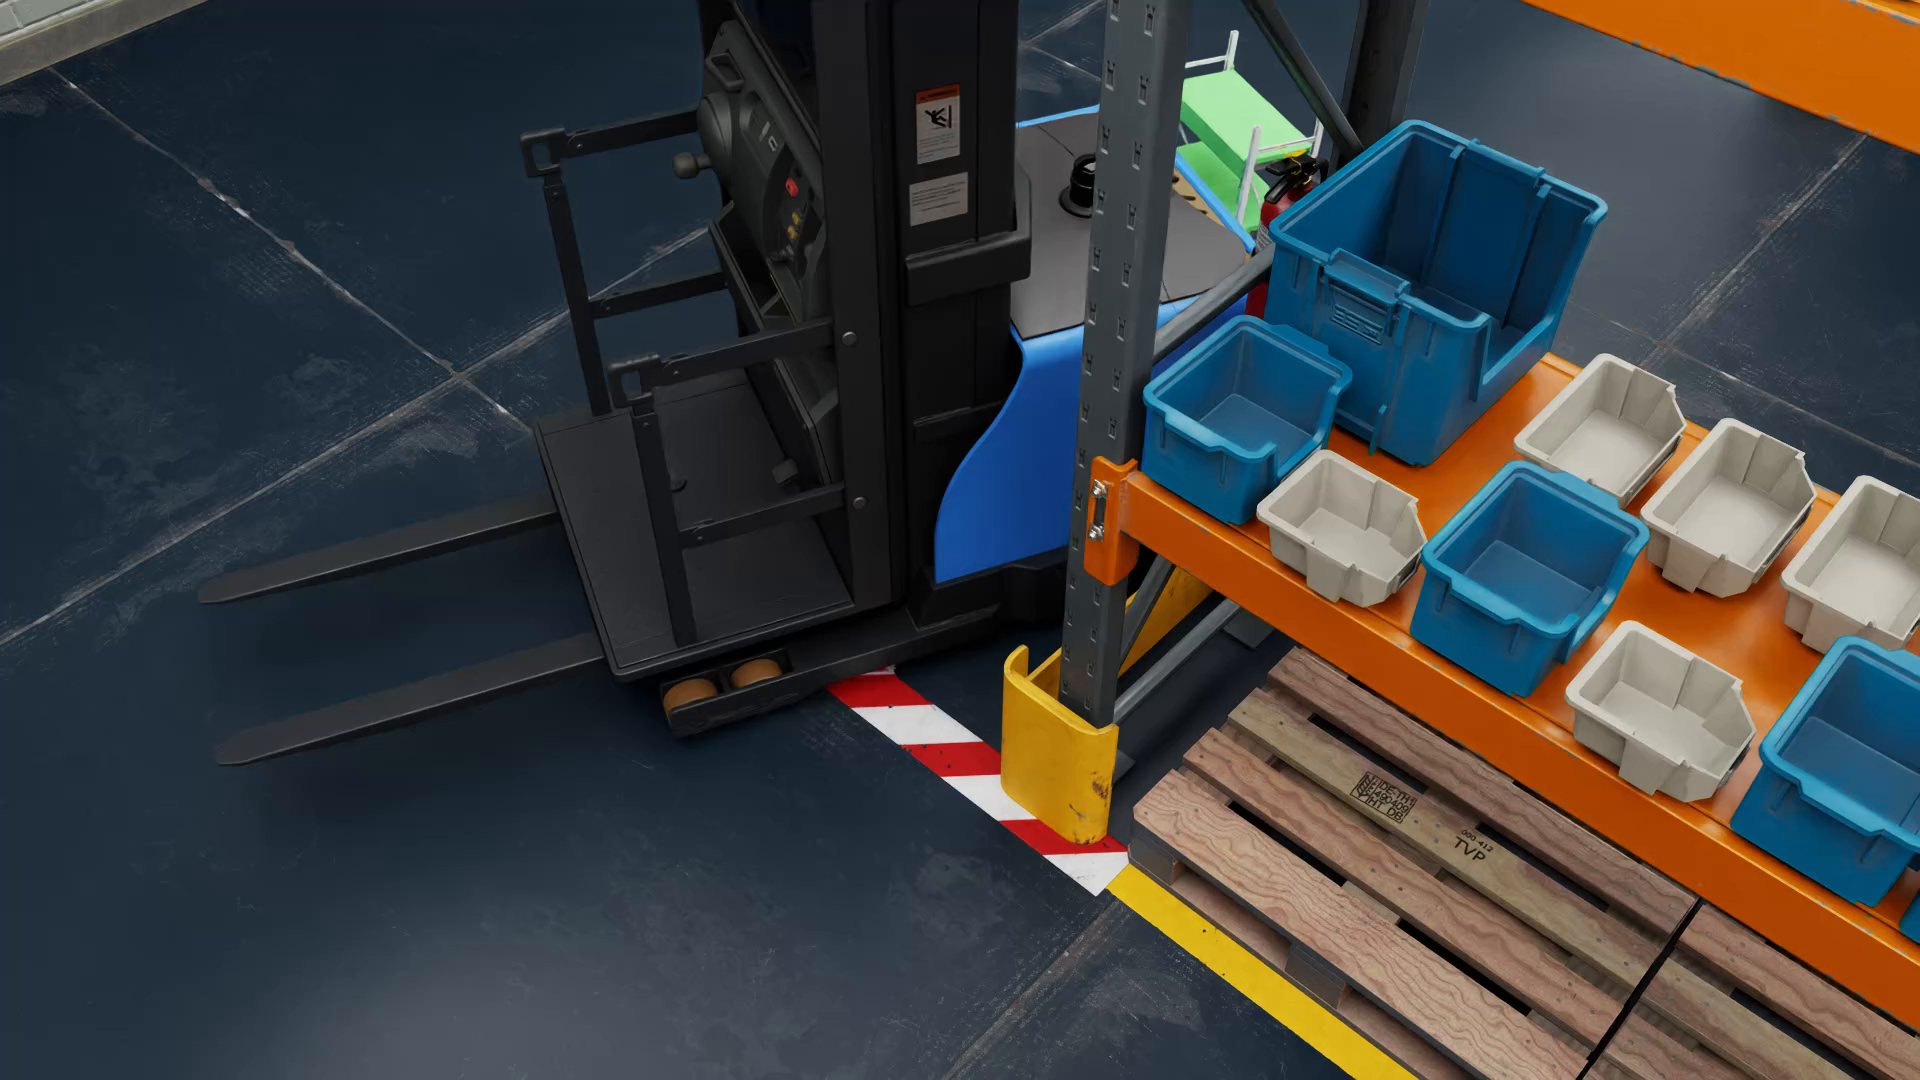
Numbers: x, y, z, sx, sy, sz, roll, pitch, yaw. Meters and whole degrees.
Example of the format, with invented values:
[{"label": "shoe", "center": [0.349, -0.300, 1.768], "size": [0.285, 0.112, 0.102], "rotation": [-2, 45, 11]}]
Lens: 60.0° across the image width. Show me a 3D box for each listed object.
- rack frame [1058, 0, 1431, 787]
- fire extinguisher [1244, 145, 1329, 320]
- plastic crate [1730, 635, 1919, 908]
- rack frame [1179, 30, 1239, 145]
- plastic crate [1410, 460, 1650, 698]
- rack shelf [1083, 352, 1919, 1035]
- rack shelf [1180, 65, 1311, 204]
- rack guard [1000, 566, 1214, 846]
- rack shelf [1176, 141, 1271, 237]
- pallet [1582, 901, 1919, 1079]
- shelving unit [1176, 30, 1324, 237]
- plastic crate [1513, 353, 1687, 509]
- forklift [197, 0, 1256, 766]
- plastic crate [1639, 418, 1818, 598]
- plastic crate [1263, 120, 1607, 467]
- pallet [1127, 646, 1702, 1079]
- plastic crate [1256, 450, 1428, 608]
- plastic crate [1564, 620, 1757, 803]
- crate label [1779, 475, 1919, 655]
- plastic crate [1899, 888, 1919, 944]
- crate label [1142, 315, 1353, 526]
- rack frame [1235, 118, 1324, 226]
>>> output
[{"label": "rack frame", "center": [0.634, -0.577, 3.734], "size": [0.127, 3.000, 1.000], "rotation": [34, 55, 28]}, {"label": "fire extinguisher", "center": [0.832, -0.741, 4.197], "size": [0.183, 0.674, 0.296], "rotation": [34, 55, 28]}, {"label": "plastic crate", "center": [1.560, 0.409, 2.882], "size": [0.300, 0.233, 0.416], "rotation": [34, 55, 28]}, {"label": "rack frame", "center": [0.703, -1.095, 5.445], "size": [0.240, 1.200, 0.015], "rotation": [-16, 49, -19]}, {"label": "plastic crate", "center": [1.076, 0.084, 3.188], "size": [0.300, 0.233, 0.416], "rotation": [34, 55, 28]}, {"label": "rack shelf", "center": [2.104, 0.658, 3.068], "size": [4.000, 0.370, 1.077], "rotation": [34, 55, 28]}, {"label": "rack shelf", "center": [0.827, -1.225, 4.997], "size": [0.258, 0.148, 0.480], "rotation": [-16, 49, -19]}, {"label": "rack guard", "center": [0.608, 0.274, 4.650], "size": [0.348, 0.500, 1.175], "rotation": [34, 55, 28]}, {"label": "rack shelf", "center": [0.813, -1.057, 5.168], "size": [0.258, 0.148, 0.480], "rotation": [-16, 49, -19]}, {"label": "pallet", "center": [2.106, 1.409, 3.782], "size": [1.213, 0.211, 1.003], "rotation": [34, 55, 28]}, {"label": "shelving unit", "center": [0.804, -0.933, 5.293], "size": [0.258, 1.200, 0.503], "rotation": [-16, 49, -19]}, {"label": "plastic crate", "center": [1.357, -0.201, 3.521], "size": [0.243, 0.136, 0.396], "rotation": [34, 55, 28]}, {"label": "forklift", "center": [-0.677, -0.890, 4.075], "size": [3.031, 2.935, 1.130], "rotation": [-16, 49, -15]}, {"label": "plastic crate", "center": [1.560, -0.050, 3.379], "size": [0.243, 0.136, 0.396], "rotation": [34, 55, 28]}, {"label": "plastic crate", "center": [1.007, -0.544, 3.638], "size": [0.499, 0.435, 0.616], "rotation": [34, 55, 28]}, {"label": "pallet", "center": [1.214, 0.806, 4.348], "size": [1.213, 0.211, 1.003], "rotation": [34, 55, 28]}, {"label": "plastic crate", "center": [0.772, -0.006, 3.338], "size": [0.298, 0.136, 0.250], "rotation": [34, 55, 28]}, {"label": "plastic crate", "center": [1.271, 0.329, 3.023], "size": [0.298, 0.136, 0.250], "rotation": [34, 55, 28]}, {"label": "crate label", "center": [1.781, 0.075, 3.262], "size": [0.243, 0.136, 0.396], "rotation": [34, 55, 28]}, {"label": "plastic crate", "center": [1.781, 0.558, 2.743], "size": [0.300, 0.233, 0.416], "rotation": [34, 55, 28]}, {"label": "crate label", "center": [0.593, -0.242, 3.493], "size": [0.303, 0.233, 0.416], "rotation": [34, 55, 28]}, {"label": "rack frame", "center": [0.905, -0.771, 5.141], "size": [0.240, 1.200, 0.015], "rotation": [-16, 49, -19]}]
